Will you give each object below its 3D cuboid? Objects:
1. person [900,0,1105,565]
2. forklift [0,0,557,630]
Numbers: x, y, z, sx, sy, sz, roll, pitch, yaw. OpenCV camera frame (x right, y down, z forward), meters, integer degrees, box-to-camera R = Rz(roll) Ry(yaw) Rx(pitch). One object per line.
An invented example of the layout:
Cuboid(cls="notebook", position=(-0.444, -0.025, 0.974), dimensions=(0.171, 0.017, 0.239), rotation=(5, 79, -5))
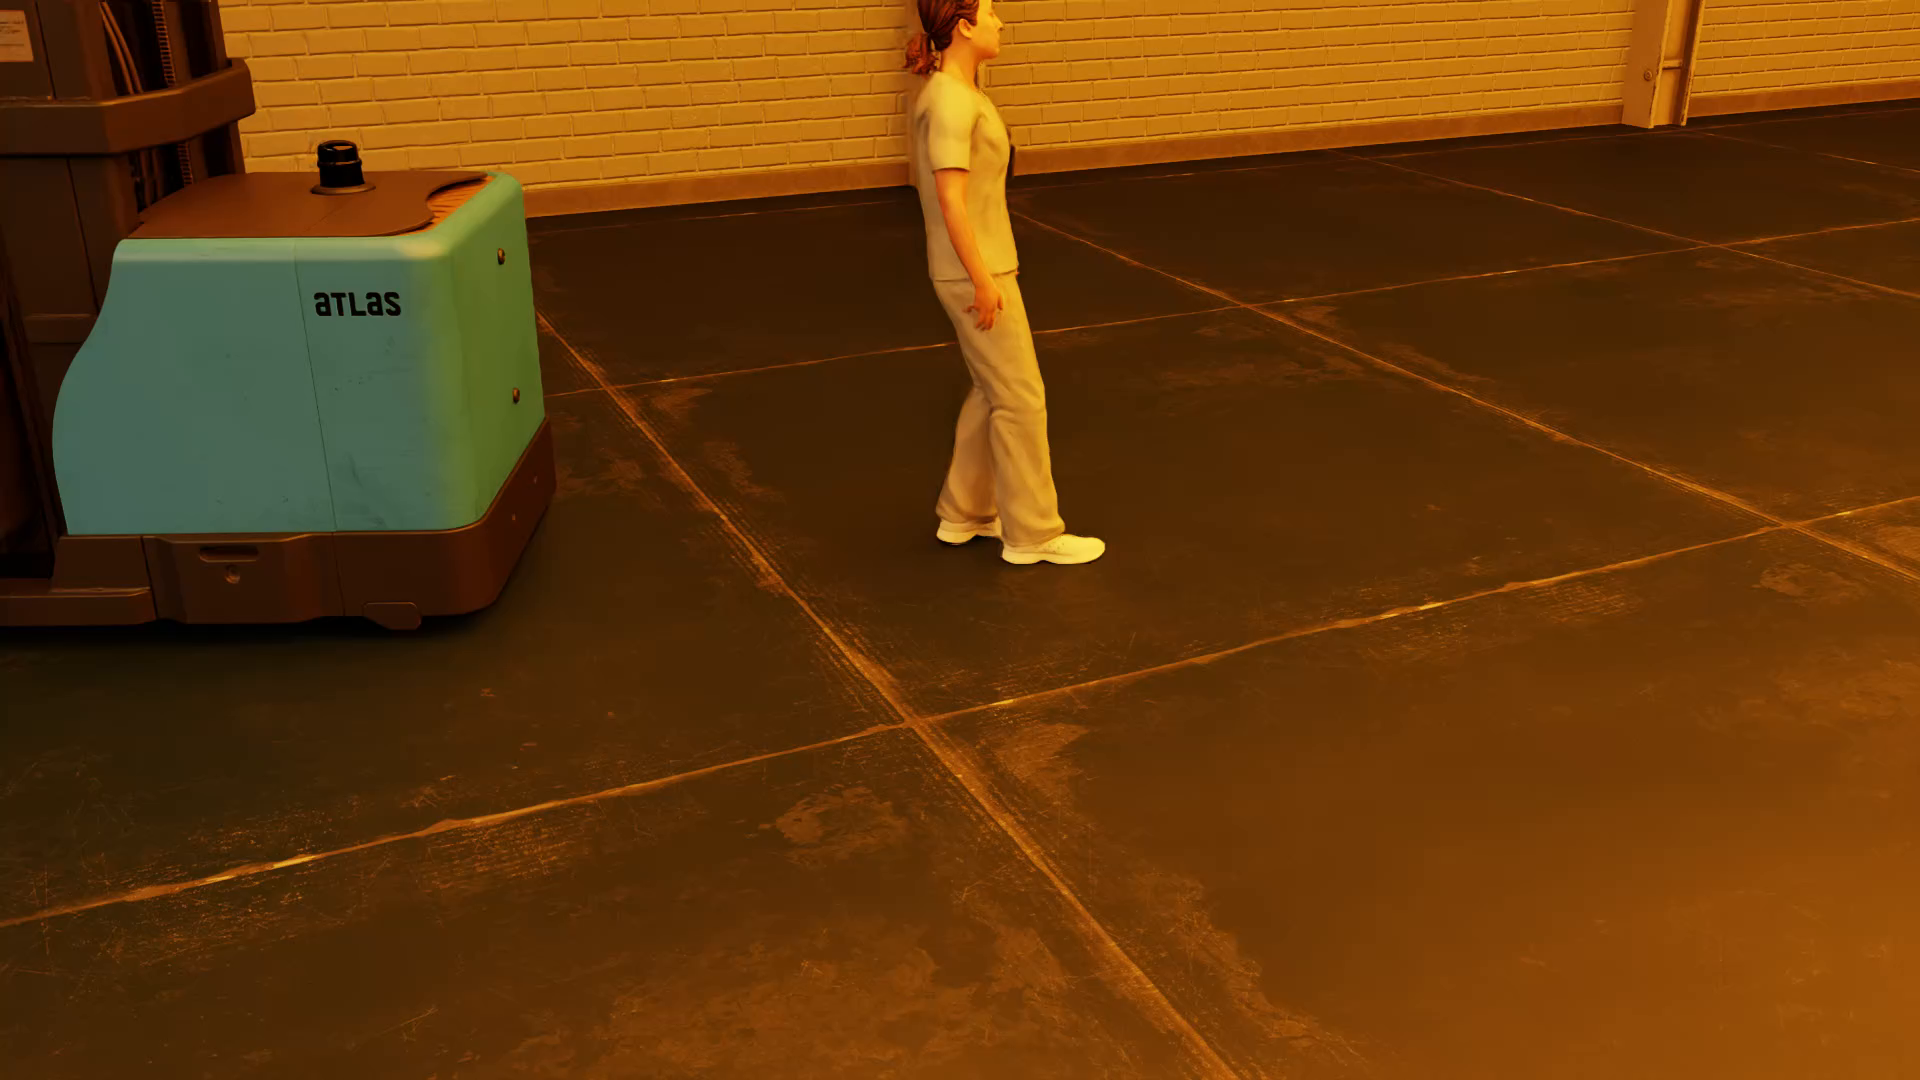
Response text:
Cuboid(cls="person", position=(0.135, -0.766, 4.800), dimensions=(0.604, 1.665, 0.549), rotation=(0, 23, 1))
Cuboid(cls="forklift", position=(-2.790, -1.270, 4.342), dimensions=(3.031, 2.935, 1.130), rotation=(-1, 23, -2))
